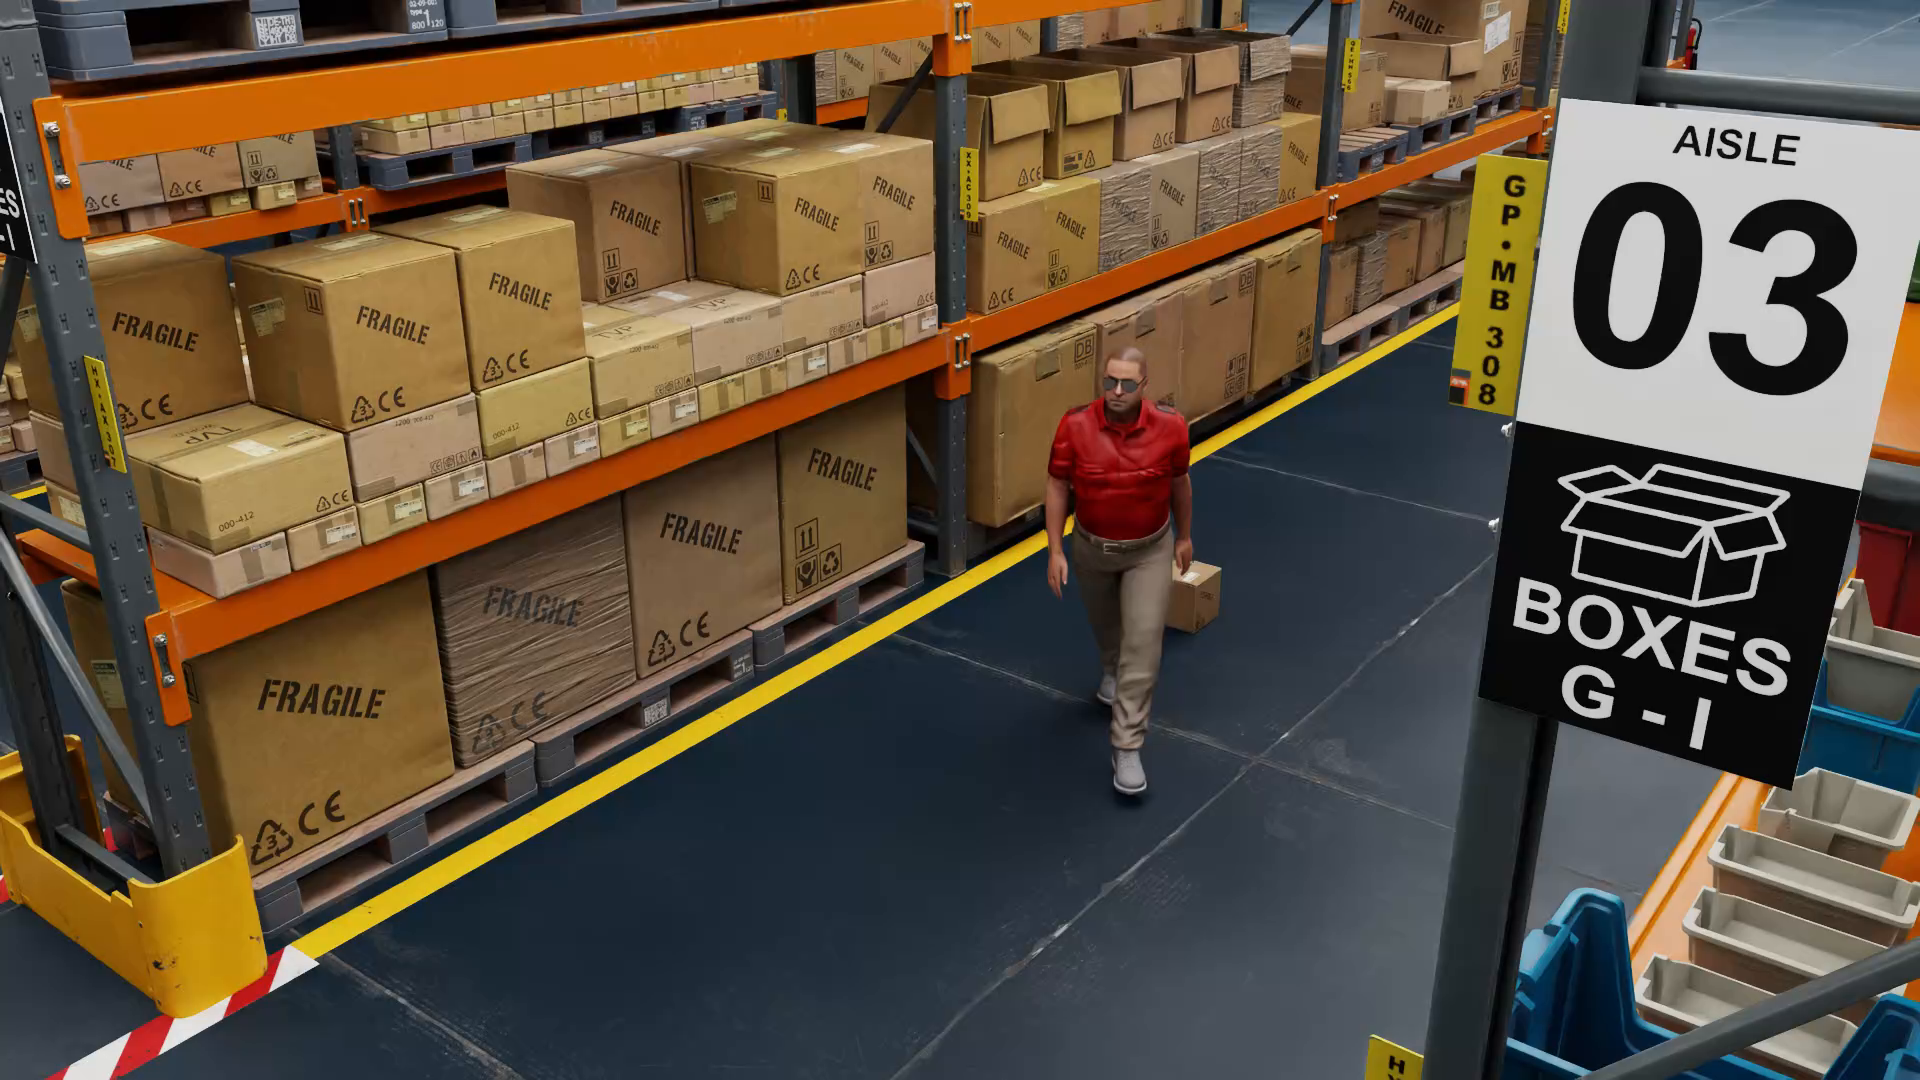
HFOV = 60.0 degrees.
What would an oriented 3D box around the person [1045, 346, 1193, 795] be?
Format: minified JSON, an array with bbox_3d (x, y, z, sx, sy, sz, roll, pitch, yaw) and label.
[{"bbox_3d":[0.612,0.036,6.526,0.570,1.653,1.041,5,24,12],"label":"person"}]
